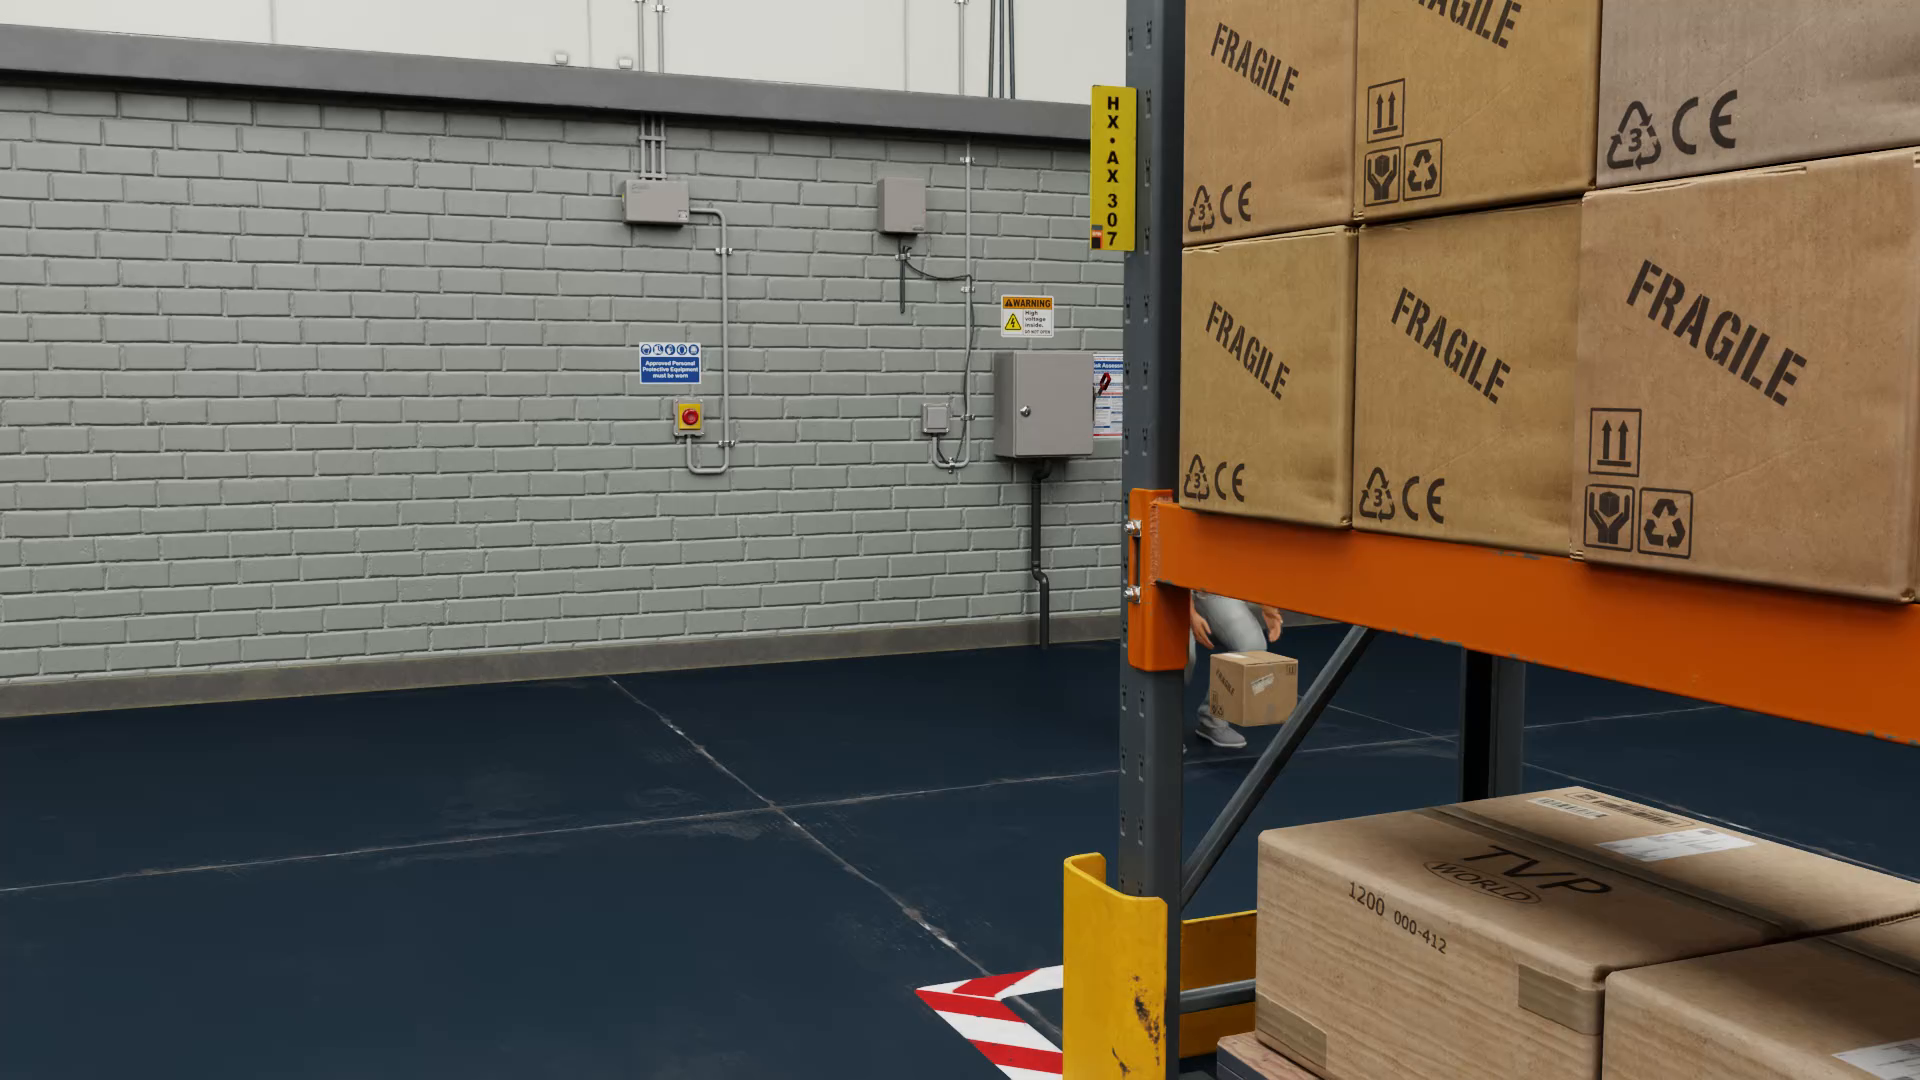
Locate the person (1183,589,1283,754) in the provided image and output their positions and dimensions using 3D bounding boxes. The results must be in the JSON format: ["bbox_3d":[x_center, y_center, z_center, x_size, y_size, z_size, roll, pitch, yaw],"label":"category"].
[{"bbox_3d":[1.046,0.225,6.988,0.538,1.324,0.758,-2,6,-24],"label":"person"}]
